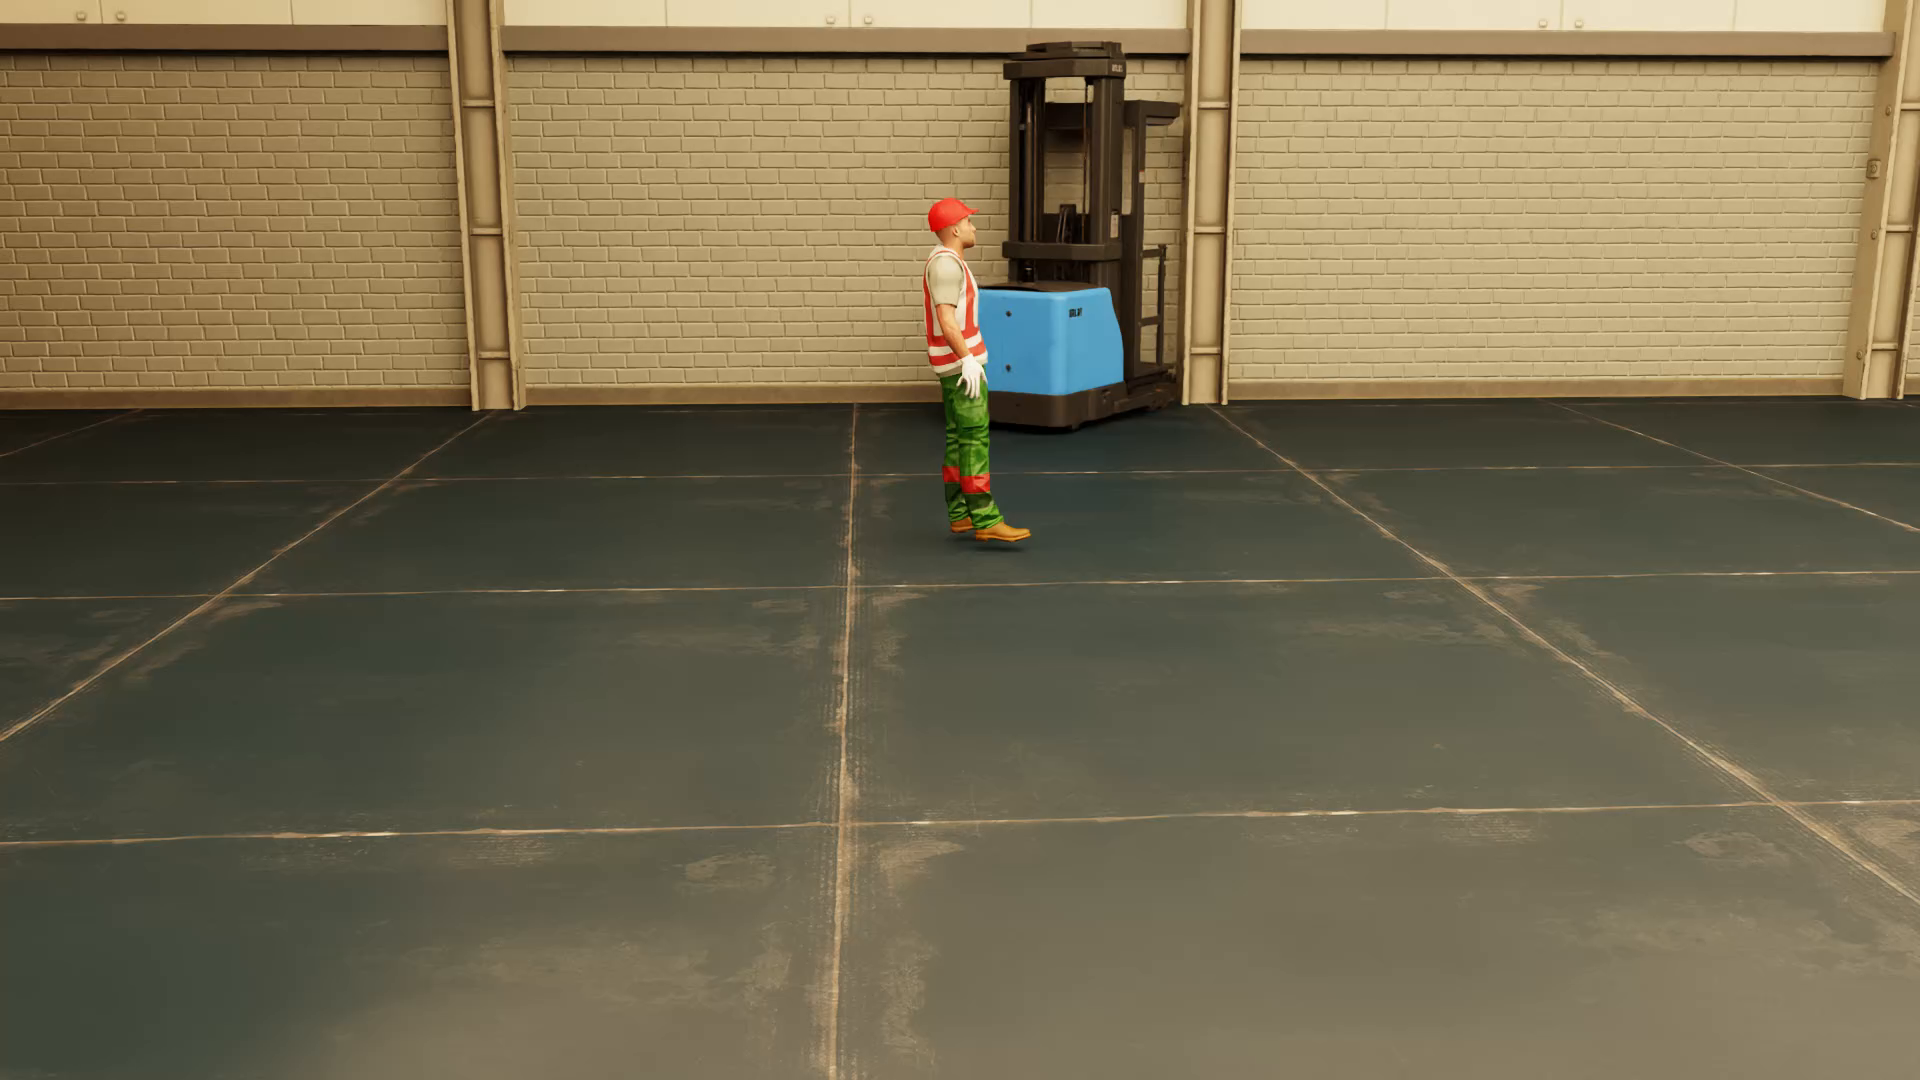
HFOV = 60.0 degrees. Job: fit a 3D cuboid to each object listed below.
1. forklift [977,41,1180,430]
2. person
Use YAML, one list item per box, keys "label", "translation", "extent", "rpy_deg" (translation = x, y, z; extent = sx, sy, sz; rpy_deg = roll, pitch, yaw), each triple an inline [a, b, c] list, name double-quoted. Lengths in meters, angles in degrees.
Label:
- label: "forklift"
  translation: [1.111, -2.546, 13.735]
  extent: [1.130, 2.935, 3.031]
  rpy_deg: [8, 15, 31]
- label: "person"
  translation: [0.080, -0.918, 8.888]
  extent: [0.564, 1.787, 0.637]
  rpy_deg: [-1, 13, -3]
